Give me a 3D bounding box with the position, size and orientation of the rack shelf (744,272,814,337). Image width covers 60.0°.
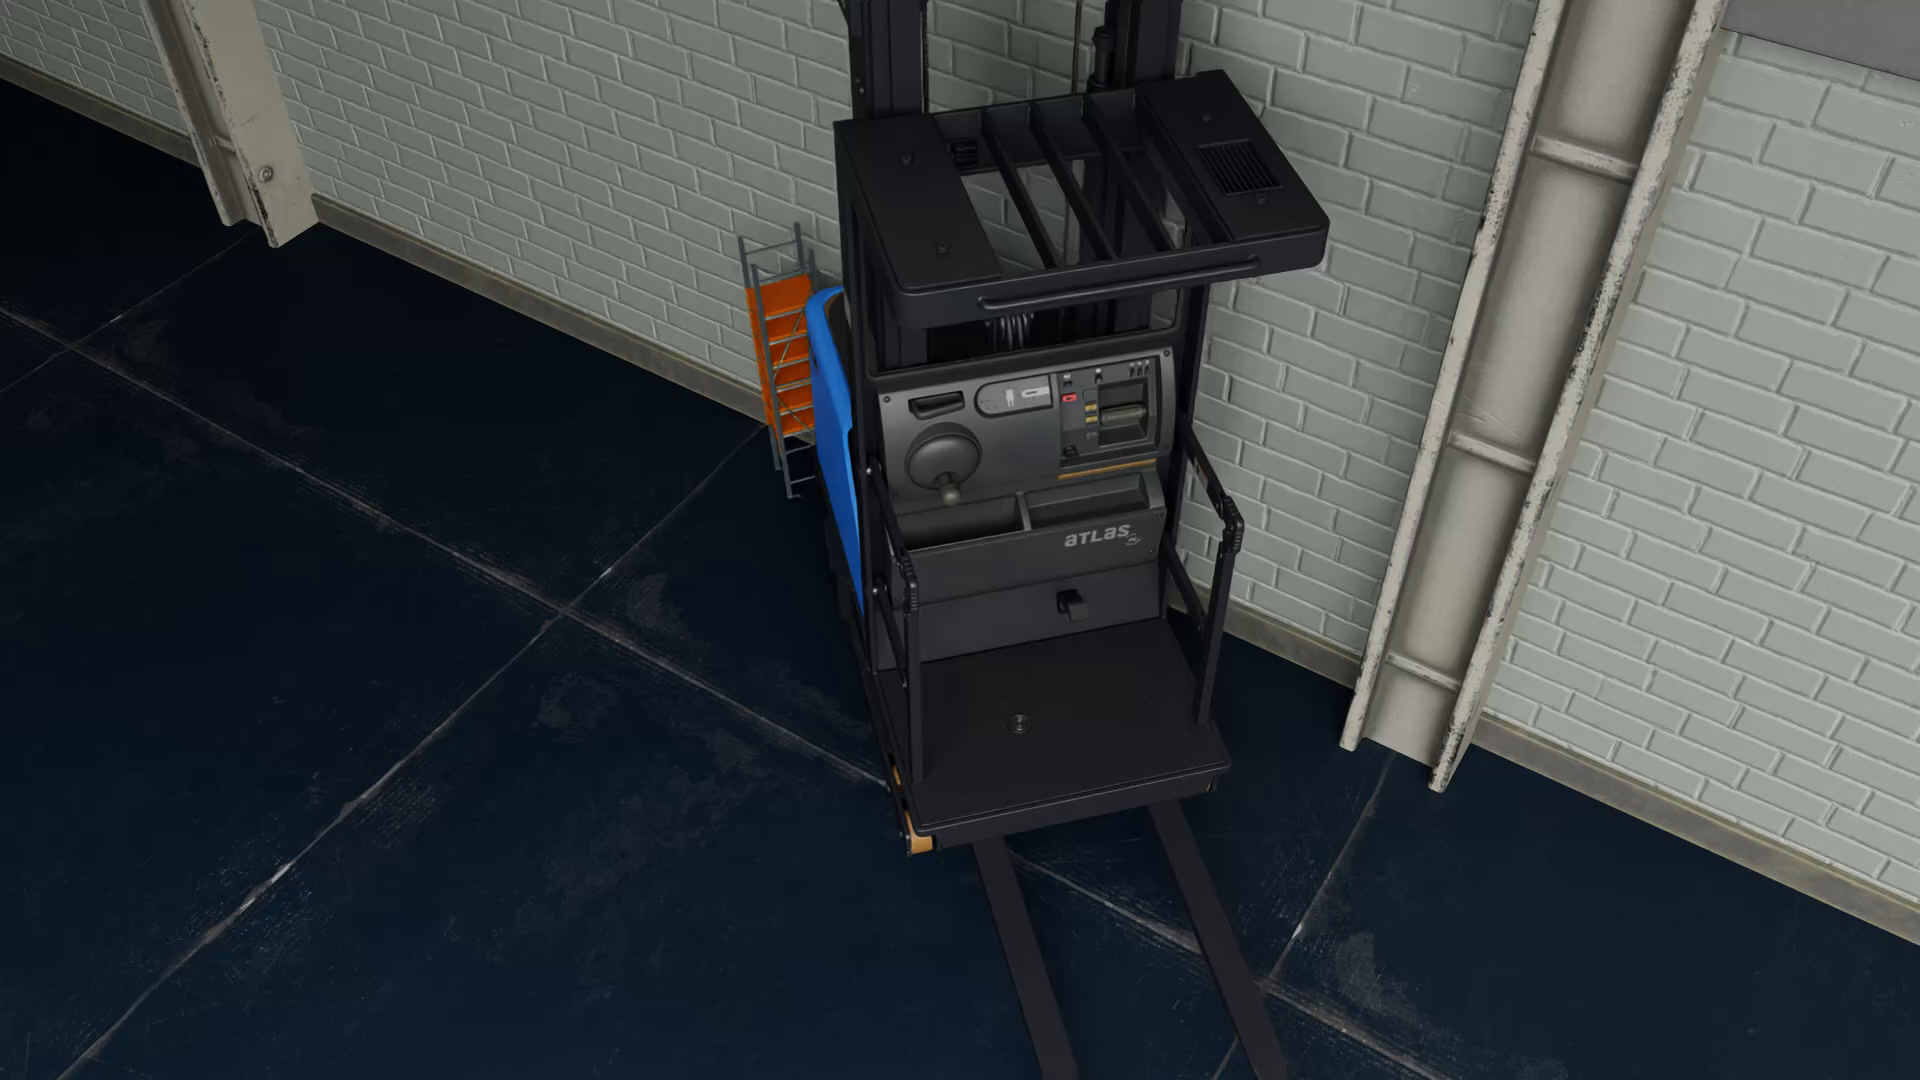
[{"bbox_3d":[-0.671,-0.899,6.340,0.258,0.103,0.180,-17,48,-13],"label":"rack shelf"}]

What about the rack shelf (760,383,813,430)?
[{"bbox_3d":[-0.652,-0.568,6.686,0.258,0.103,0.180,-17,48,-13],"label":"rack shelf"}]

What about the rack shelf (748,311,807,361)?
[{"bbox_3d":[-0.666,-0.816,6.426,0.258,0.103,0.180,-17,48,-13],"label":"rack shelf"}]

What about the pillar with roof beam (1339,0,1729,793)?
[{"bbox_3d":[-0.703,0.190,0.290,0.400,9.000,9.100,25,51,22],"label":"pillar with roof beam"}]

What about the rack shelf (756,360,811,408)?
[{"bbox_3d":[-0.657,-0.651,6.600,0.258,0.103,0.180,-17,48,-13],"label":"rack shelf"}]

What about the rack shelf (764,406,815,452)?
[{"bbox_3d":[-0.648,-0.485,6.773,0.258,0.103,0.180,-17,48,-13],"label":"rack shelf"}]

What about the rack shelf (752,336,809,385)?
[{"bbox_3d":[-0.662,-0.733,6.513,0.258,0.103,0.180,-17,48,-13],"label":"rack shelf"}]

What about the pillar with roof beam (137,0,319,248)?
[{"bbox_3d":[-5.754,-2.133,2.548,0.400,9.000,9.100,25,51,22],"label":"pillar with roof beam"}]

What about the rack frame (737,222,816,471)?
[{"bbox_3d":[-0.691,-0.742,6.628,0.240,1.200,0.006,-17,48,-13],"label":"rack frame"}]

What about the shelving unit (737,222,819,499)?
[{"bbox_3d":[-0.659,-0.681,6.568,0.258,1.200,0.189,-17,48,-13],"label":"shelving unit"}]

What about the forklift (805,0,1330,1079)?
[{"bbox_3d":[0.269,-0.260,4.959,1.130,2.935,3.031,-10,47,-10],"label":"forklift"}]

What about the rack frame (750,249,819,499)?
[{"bbox_3d":[-0.626,-0.620,6.508,0.240,1.200,0.006,-17,48,-13],"label":"rack frame"}]
